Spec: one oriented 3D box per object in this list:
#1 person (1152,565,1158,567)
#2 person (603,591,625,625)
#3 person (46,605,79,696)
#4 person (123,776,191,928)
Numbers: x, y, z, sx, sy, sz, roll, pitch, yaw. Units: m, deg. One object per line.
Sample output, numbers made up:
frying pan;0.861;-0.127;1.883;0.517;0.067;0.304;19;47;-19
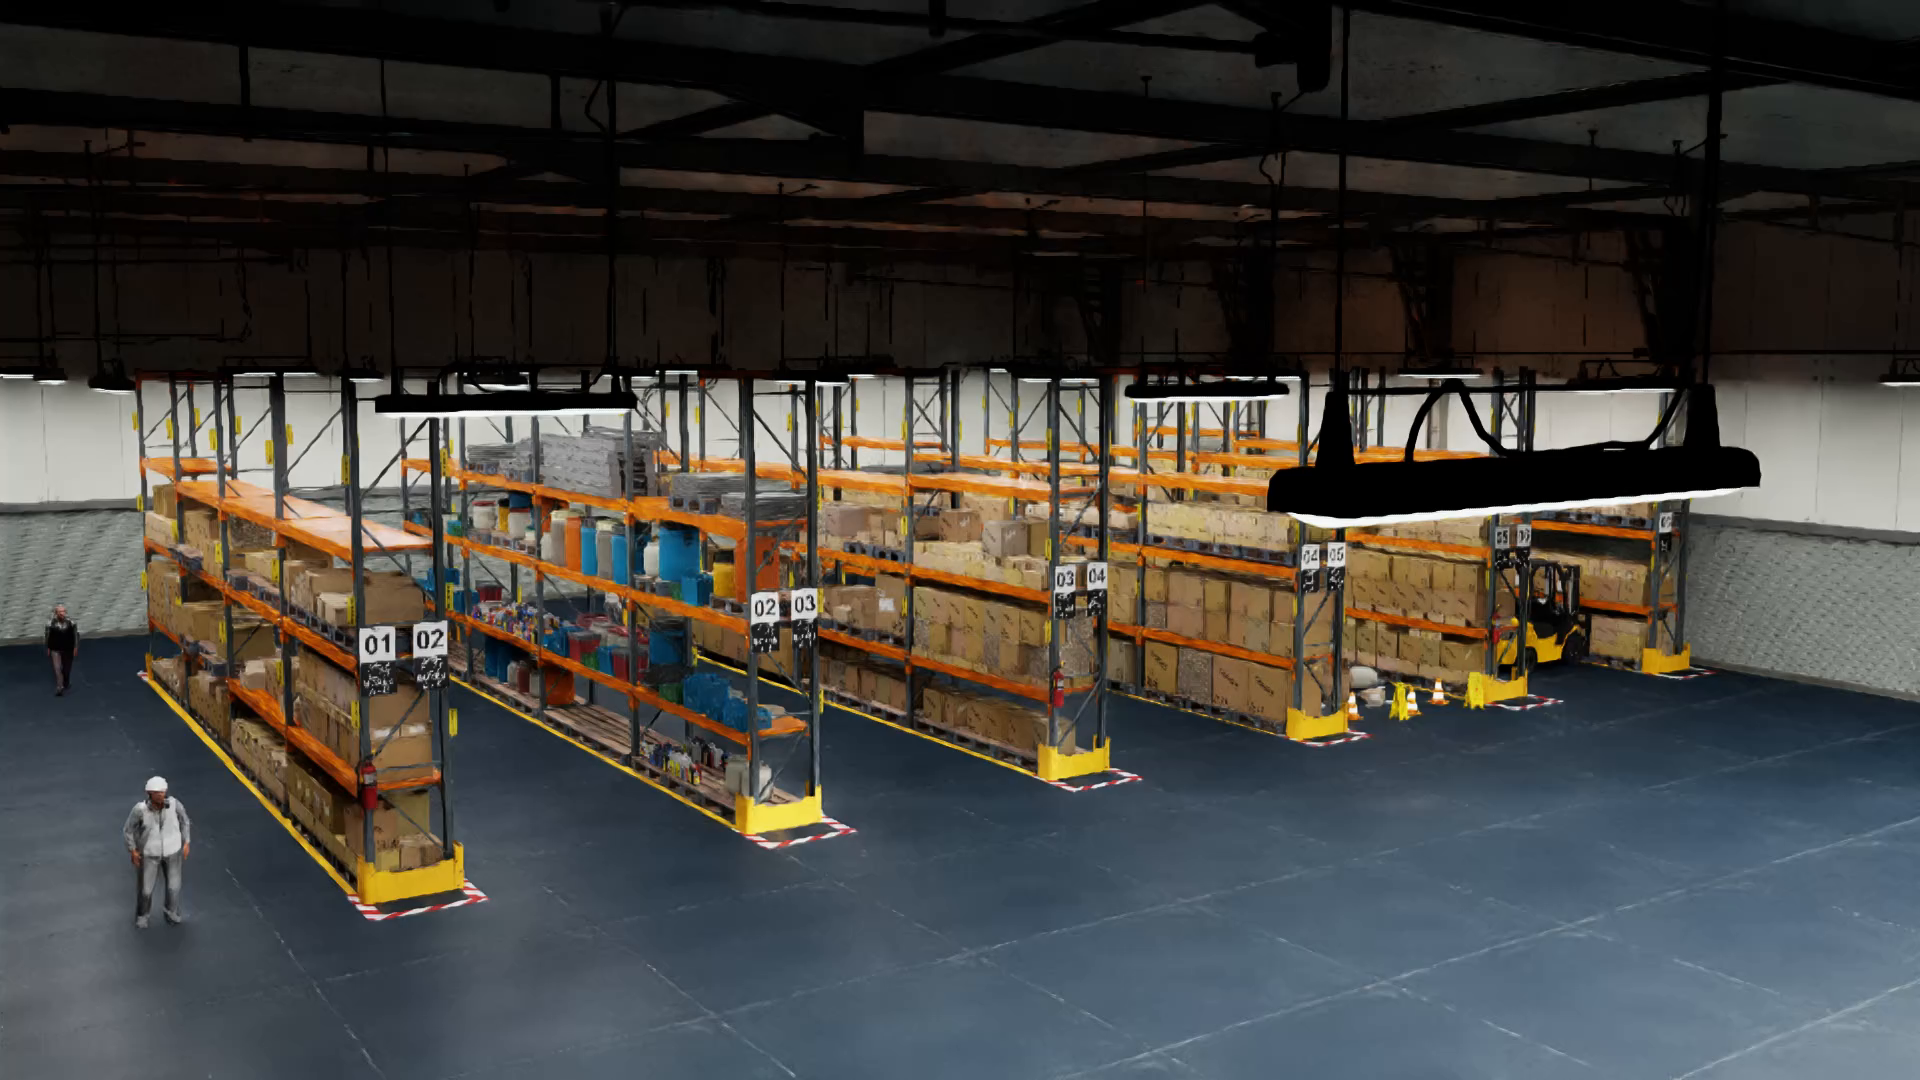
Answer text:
person;4.107;1.419;35.543;0.577;1.785;0.655;-1;7;-8
person;-7.536;1.357;36.160;0.492;1.784;0.648;-5;8;-38
person;-16.658;2.019;30.897;0.543;1.649;1.119;-5;8;-36
person;-8.822;3.420;18.307;0.677;1.725;0.569;-5;8;-35
